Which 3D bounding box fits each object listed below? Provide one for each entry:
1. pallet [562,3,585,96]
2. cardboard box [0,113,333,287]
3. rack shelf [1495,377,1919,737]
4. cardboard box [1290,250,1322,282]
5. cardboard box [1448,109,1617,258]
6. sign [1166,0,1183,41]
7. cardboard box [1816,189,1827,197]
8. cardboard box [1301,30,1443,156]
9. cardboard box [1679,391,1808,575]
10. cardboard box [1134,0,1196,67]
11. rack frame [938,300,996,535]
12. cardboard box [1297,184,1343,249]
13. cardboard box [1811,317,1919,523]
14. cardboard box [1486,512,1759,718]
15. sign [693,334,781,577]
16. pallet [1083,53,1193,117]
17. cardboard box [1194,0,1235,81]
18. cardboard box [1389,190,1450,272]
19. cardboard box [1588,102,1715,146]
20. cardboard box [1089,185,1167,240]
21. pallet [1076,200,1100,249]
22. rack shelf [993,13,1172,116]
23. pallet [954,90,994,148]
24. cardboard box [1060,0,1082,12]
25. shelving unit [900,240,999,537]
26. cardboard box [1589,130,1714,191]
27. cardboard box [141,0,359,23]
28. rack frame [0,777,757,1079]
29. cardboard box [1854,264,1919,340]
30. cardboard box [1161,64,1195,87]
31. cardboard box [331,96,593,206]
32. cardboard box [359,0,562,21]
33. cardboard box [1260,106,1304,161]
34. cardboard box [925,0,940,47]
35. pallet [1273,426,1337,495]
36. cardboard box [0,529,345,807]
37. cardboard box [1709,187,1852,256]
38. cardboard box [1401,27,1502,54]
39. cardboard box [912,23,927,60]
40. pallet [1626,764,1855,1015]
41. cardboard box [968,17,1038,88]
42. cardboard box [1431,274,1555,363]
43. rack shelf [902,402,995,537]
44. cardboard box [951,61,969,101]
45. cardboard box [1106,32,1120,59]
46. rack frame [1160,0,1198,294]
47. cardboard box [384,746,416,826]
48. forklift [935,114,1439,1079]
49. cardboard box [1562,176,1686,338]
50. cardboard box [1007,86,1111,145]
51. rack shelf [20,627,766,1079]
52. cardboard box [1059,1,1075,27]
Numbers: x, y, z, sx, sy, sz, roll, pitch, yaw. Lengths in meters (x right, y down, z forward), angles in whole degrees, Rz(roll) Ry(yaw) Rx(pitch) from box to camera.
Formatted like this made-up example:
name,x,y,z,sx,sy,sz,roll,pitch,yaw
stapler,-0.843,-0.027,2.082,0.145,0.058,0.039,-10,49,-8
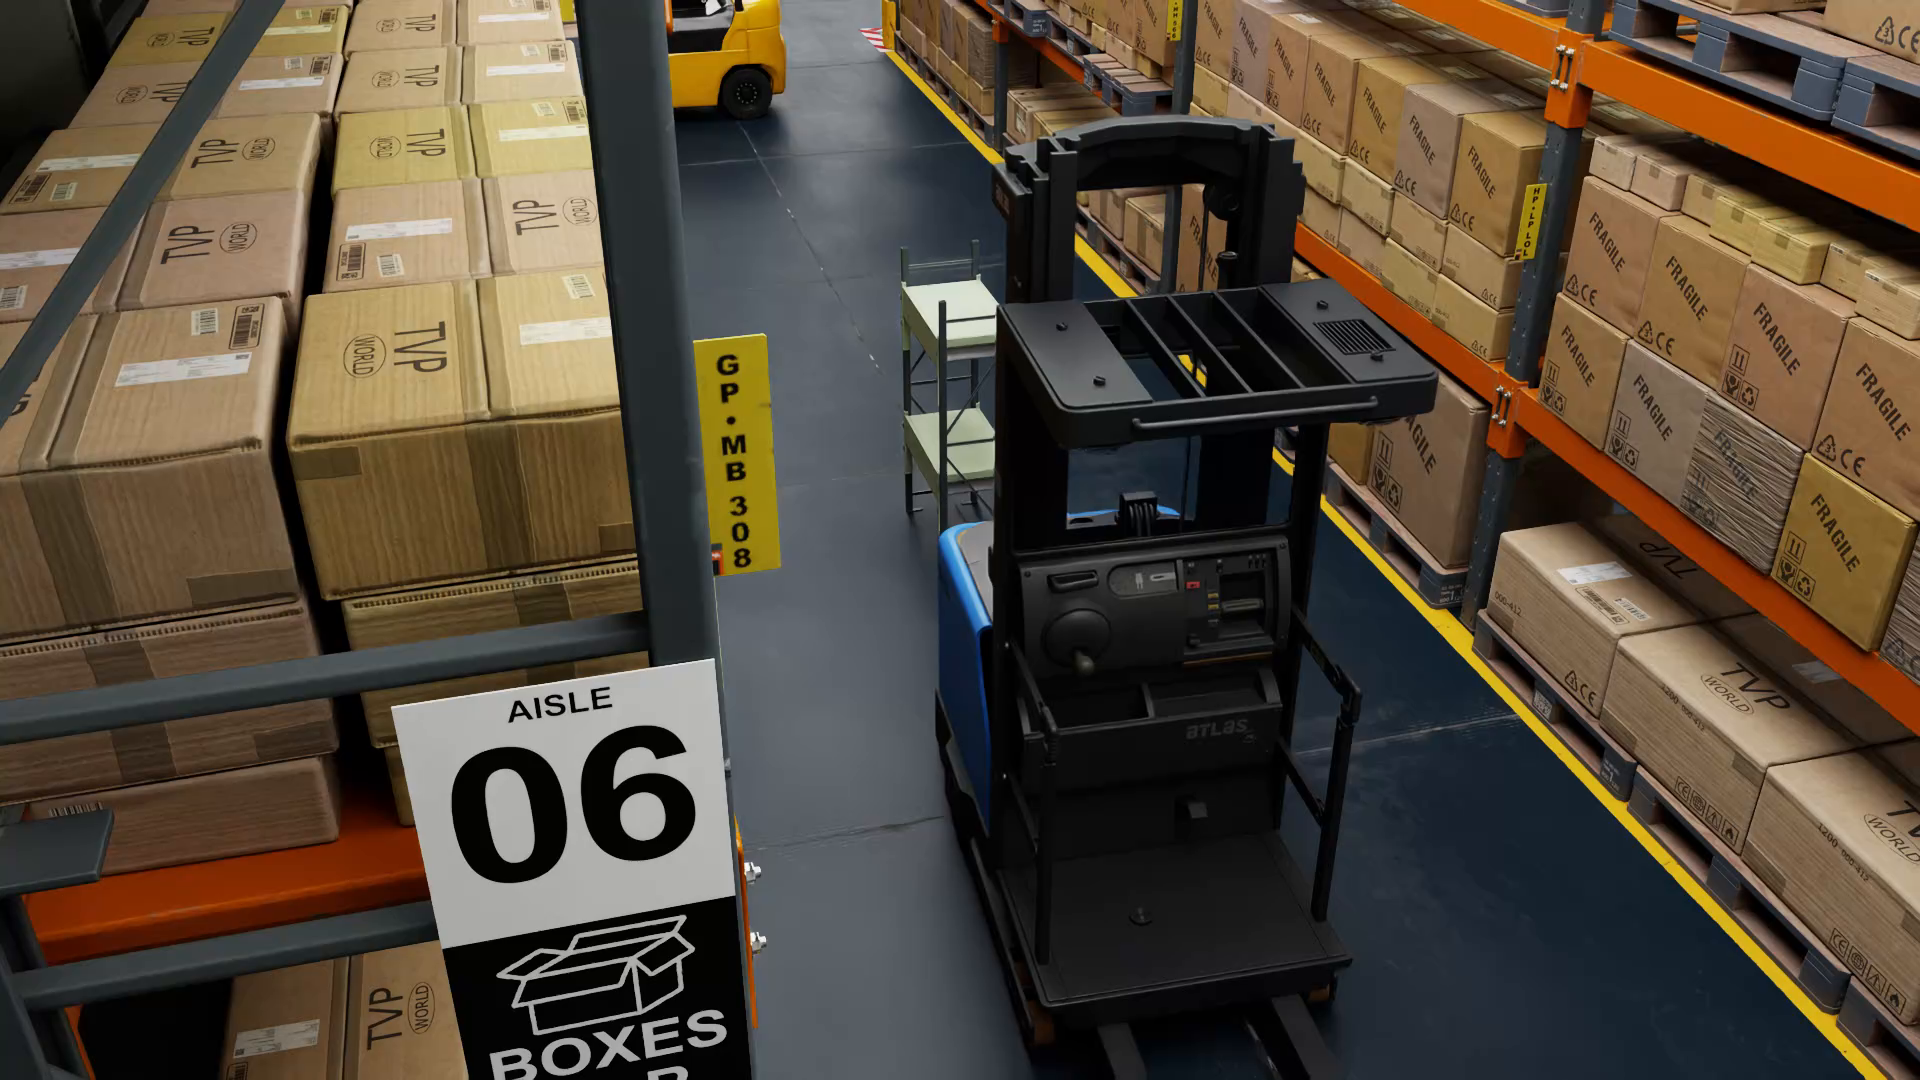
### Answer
name,x,y,z,sx,sy,sz,roll,pitch,yaw
pallet,-1.970,-1.824,6.099,1.213,0.211,1.003,-8,31,-13
cardboard box,-1.475,-0.605,3.161,0.500,0.250,0.500,-8,31,-13
rack shelf,3.451,0.333,5.898,1.077,0.370,4.000,-8,31,-13
cardboard box,2.194,-1.362,9.811,0.875,0.875,0.875,-7,31,-13
cardboard box,2.559,-1.603,7.426,0.500,0.500,0.500,-7,31,-12
sign,1.337,-3.266,10.322,0.100,0.325,0.005,-8,31,-13
cardboard box,3.330,-1.331,6.310,0.380,0.149,0.250,-8,31,-13
cardboard box,2.147,-2.347,8.713,0.500,0.500,0.500,-7,31,-12
cardboard box,3.047,-0.241,6.073,0.500,0.500,0.500,-8,31,-13
cardboard box,1.469,-3.412,10.835,0.500,0.500,0.500,-9,31,-15
rack frame,0.095,-0.476,8.074,0.400,1.500,0.023,-8,31,-13
cardboard box,2.167,-1.804,9.021,0.500,0.250,0.500,-8,31,-13
cardboard box,3.197,-0.420,5.384,0.500,0.500,0.500,-8,31,-14
cardboard box,2.983,0.301,7.375,0.875,0.438,0.875,-8,31,-14
sign,-0.280,-0.099,2.060,0.100,0.325,0.005,-8,31,-13
pallet,1.566,-3.123,11.343,1.213,0.211,1.003,-8,31,-13
cardboard box,1.753,-3.081,9.981,0.500,0.500,0.500,-9,31,-15
cardboard box,2.428,-1.517,8.027,0.500,0.250,0.500,-7,31,-12
cardboard box,3.080,-1.671,7.545,0.500,0.500,0.500,-7,31,-13
cardboard box,1.514,-2.550,12.365,0.950,0.372,0.625,-8,31,-14
pallet,1.332,-2.635,13.092,1.003,0.211,1.213,-8,31,-13
rack shelf,1.327,-3.531,12.574,1.077,0.370,4.000,-8,31,-13
pallet,0.584,-3.921,15.313,1.003,0.211,1.213,-8,31,-13
cardboard box,1.043,-4.168,12.141,0.500,0.500,0.500,-9,31,-15
shelving unit,-0.002,-0.652,8.380,0.431,1.500,0.755,-8,31,-13
cardboard box,2.753,-1.514,6.626,0.380,0.149,0.250,-8,31,-14
cardboard box,-1.855,-1.336,4.423,0.500,0.250,0.500,-9,31,-15
rack frame,-0.803,1.650,2.906,1.000,3.000,0.127,-8,31,-13
cardboard box,3.139,-0.776,5.351,0.380,0.149,0.250,-8,31,-13
cardboard box,1.544,-3.076,10.902,0.380,0.149,0.250,-7,31,-11
cardboard box,-0.942,-0.665,3.265,0.500,0.250,0.500,-8,31,-14
cardboard box,-1.356,-1.405,4.543,0.500,0.250,0.500,-8,31,-14
cardboard box,2.011,-2.258,9.307,0.500,0.250,0.500,-8,31,-13
cardboard box,-0.043,-5.123,16.184,0.500,0.500,0.500,-7,31,-12
pallet,2.315,-0.690,9.732,1.003,0.211,1.213,-8,31,-13
cardboard box,-1.184,0.109,2.426,0.500,0.250,0.500,-8,31,-14
cardboard box,2.952,-1.146,5.991,0.380,0.149,0.250,-8,31,-14
cardboard box,2.644,-2.404,8.812,0.500,0.500,0.500,-8,31,-14
cardboard box,-0.190,-5.058,16.819,0.500,0.250,0.500,-7,31,-11
pallet,3.373,1.231,6.413,1.003,0.211,1.213,-8,31,-13
cardboard box,0.381,-4.374,14.890,0.500,0.500,0.500,-8,31,-14
cardboard box,2.558,-1.062,7.741,0.500,0.250,0.500,-9,31,-14
rack shelf,-0.002,-0.370,8.543,0.431,0.370,0.720,-8,31,-13
cardboard box,0.229,-4.305,15.520,0.500,0.250,0.500,-9,31,-15
cardboard box,1.234,-3.434,11.521,0.380,0.149,0.250,-9,31,-16
rack frame,1.858,-2.876,10.725,1.000,3.000,0.127,-8,31,-13
cardboard box,-0.664,0.275,2.537,0.380,0.149,0.250,-7,31,-12
forklift,0.702,0.273,5.353,1.130,2.935,3.031,-6,31,-10
cardboard box,2.813,-1.158,6.658,0.500,0.500,0.500,-8,31,-13
cardboard box,0.938,-3.599,14.178,0.950,0.372,0.625,-7,31,-13
rack shelf,-1.334,-0.303,4.003,1.077,0.370,4.000,-8,31,-13
cardboard box,0.958,-3.939,12.392,0.380,0.149,0.250,-7,31,-11
